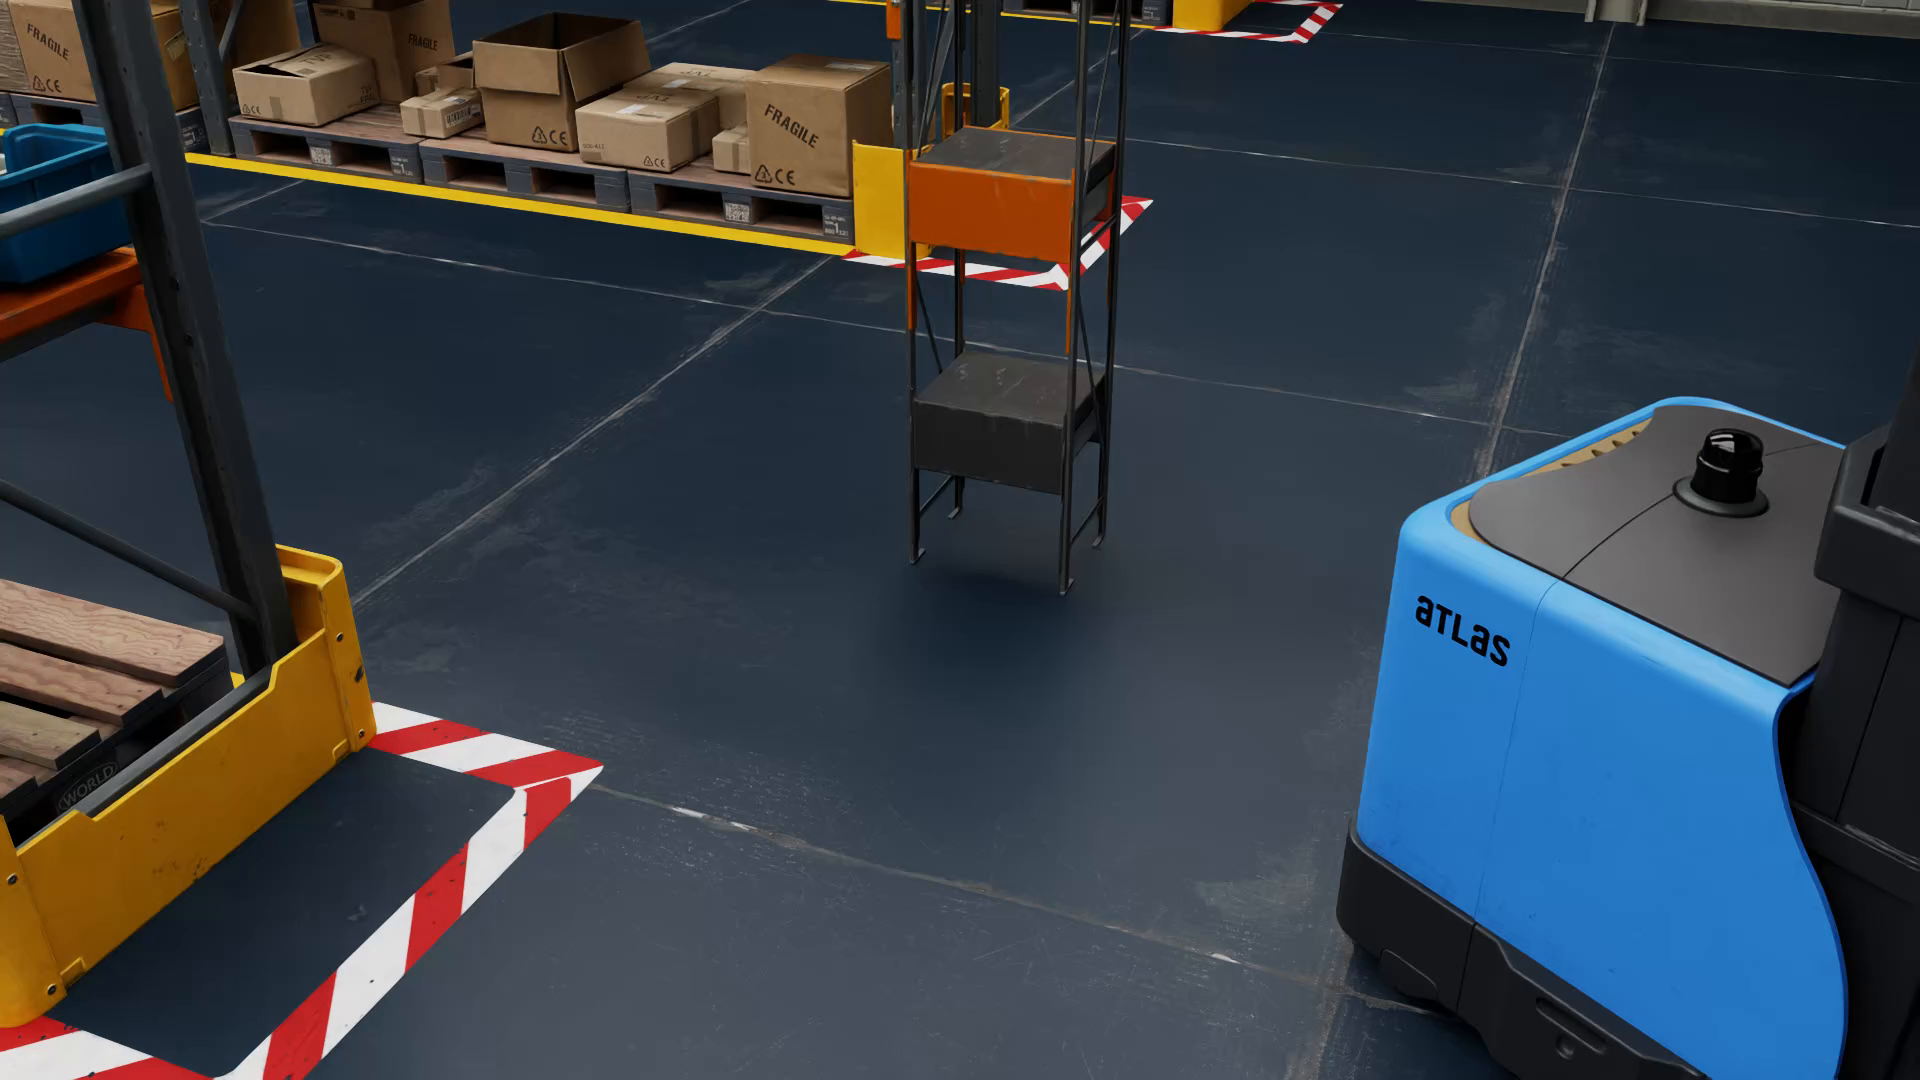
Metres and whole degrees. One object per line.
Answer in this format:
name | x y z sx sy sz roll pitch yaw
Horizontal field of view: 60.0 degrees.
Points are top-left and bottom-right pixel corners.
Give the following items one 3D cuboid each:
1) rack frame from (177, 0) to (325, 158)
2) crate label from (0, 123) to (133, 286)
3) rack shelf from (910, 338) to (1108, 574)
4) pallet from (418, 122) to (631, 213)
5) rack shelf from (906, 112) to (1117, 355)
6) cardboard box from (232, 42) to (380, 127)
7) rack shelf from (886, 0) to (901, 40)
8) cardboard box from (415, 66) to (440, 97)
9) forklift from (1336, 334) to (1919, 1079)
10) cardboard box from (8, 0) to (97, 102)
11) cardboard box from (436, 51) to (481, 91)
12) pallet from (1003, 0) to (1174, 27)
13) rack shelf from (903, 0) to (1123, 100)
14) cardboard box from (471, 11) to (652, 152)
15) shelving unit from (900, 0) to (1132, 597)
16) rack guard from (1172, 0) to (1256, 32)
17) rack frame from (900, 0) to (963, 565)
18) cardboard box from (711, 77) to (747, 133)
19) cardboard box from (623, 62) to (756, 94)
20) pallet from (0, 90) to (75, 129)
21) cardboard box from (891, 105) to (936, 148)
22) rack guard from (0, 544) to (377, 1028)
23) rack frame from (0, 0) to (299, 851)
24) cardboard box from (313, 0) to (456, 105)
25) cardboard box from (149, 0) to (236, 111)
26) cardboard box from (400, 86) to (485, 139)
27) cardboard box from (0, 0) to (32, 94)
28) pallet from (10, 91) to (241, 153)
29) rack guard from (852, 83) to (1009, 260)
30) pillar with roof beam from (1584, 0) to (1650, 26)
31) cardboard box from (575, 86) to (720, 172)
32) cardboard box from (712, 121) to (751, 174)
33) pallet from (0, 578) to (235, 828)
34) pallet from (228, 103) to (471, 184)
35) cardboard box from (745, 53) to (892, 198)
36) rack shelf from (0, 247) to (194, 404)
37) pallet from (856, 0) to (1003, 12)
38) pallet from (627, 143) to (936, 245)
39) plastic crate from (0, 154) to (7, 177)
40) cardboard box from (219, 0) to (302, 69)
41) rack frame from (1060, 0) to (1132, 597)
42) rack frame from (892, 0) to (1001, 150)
rack frame | -3.754 -3.576 8.528 0.127 3.000 1.000 11 31 19
crate label | -2.019 -0.727 3.597 0.303 0.233 0.416 11 31 19
rack shelf | 0.153 -0.262 5.030 0.480 0.518 0.431 11 31 19
pallet | -1.984 -2.009 8.591 1.213 0.211 1.003 11 31 19
rack shelf | 0.153 -0.872 4.686 0.480 0.518 0.431 11 31 19
cardboard box | -3.447 -2.421 8.770 0.500 0.311 0.500 11 31 19
rack shelf | -1.901 -2.893 8.051 4.000 0.370 1.077 11 31 19
cardboard box | -2.750 -2.508 9.089 0.250 0.149 0.380 11 31 19
forklift | 2.117 0.042 2.197 1.130 2.935 3.031 -21 35 -32
cardboard box | -4.774 -2.735 9.134 0.500 0.500 0.500 11 31 19
cardboard box | -2.425 -2.482 8.878 0.500 0.311 0.500 11 31 19
pallet | 1.041 -3.994 12.101 1.213 0.211 1.003 11 31 19
rack shelf | 0.153 -1.481 4.341 0.480 0.518 0.431 11 31 19
cardboard box | -2.011 -2.335 8.423 0.637 0.503 0.797 11 31 19
shelving unit | 0.153 -0.883 4.679 0.503 2.100 0.431 11 31 19
rack guard | 1.833 -4.003 11.823 0.348 0.500 1.175 11 31 19
rack frame | -0.073 -0.929 4.759 0.015 2.100 0.400 11 31 19
cardboard box | -0.908 -2.153 8.358 0.500 0.250 0.500 11 31 19
cardboard box | -1.372 -2.245 8.521 0.500 0.250 0.500 11 31 19
pallet | -5.657 -2.720 9.848 1.213 0.211 1.003 11 31 19
cardboard box | -0.307 -2.021 8.226 0.250 0.149 0.380 11 31 19
rack guard | -1.886 0.509 3.842 0.348 0.500 1.175 11 31 19
rack frame | -1.914 -0.578 3.224 0.127 3.000 1.000 11 31 19
cardboard box | -3.120 -2.703 9.077 0.500 0.500 0.500 11 31 19
cardboard box | -4.319 -2.640 8.965 0.500 0.500 0.500 11 31 19
cardboard box | -2.641 -2.202 8.530 0.250 0.166 0.380 11 31 19
cardboard box | -5.239 -2.828 9.298 0.500 0.500 0.500 12 32 20
pallet | -4.522 -2.495 9.450 1.213 0.211 1.003 11 31 19
rack guard | -0.118 -1.762 7.859 0.348 0.500 1.175 11 31 19
pillar with roof beam | 3.020 -5.639 6.081 0.400 9.000 9.100 11 31 19
cardboard box | -1.513 -2.008 8.102 0.500 0.250 0.500 11 31 19
cardboard box | -0.986 -1.898 7.992 0.250 0.166 0.380 11 31 19
pallet | -2.663 0.466 4.212 1.213 0.211 1.003 11 31 19
pallet | -3.118 -2.234 8.989 1.213 0.211 1.003 11 31 19
cardboard box | -0.644 -1.928 7.705 0.500 0.500 0.500 11 31 19
rack shelf | -3.767 -0.635 4.056 4.000 0.370 1.077 11 31 19
pallet | -0.086 -4.220 12.502 1.213 0.211 1.003 11 31 19
pallet | -0.857 -1.783 8.190 1.213 0.211 1.003 11 31 19
plastic crate | -2.285 -0.782 3.793 0.298 0.136 0.250 11 31 19
cardboard box | -4.111 -2.880 9.390 0.500 0.500 0.500 10 31 17
rack frame | 0.379 -0.838 4.599 0.015 2.100 0.400 11 31 19
rack frame | -0.048 -2.836 7.219 0.127 3.000 1.000 11 31 19
